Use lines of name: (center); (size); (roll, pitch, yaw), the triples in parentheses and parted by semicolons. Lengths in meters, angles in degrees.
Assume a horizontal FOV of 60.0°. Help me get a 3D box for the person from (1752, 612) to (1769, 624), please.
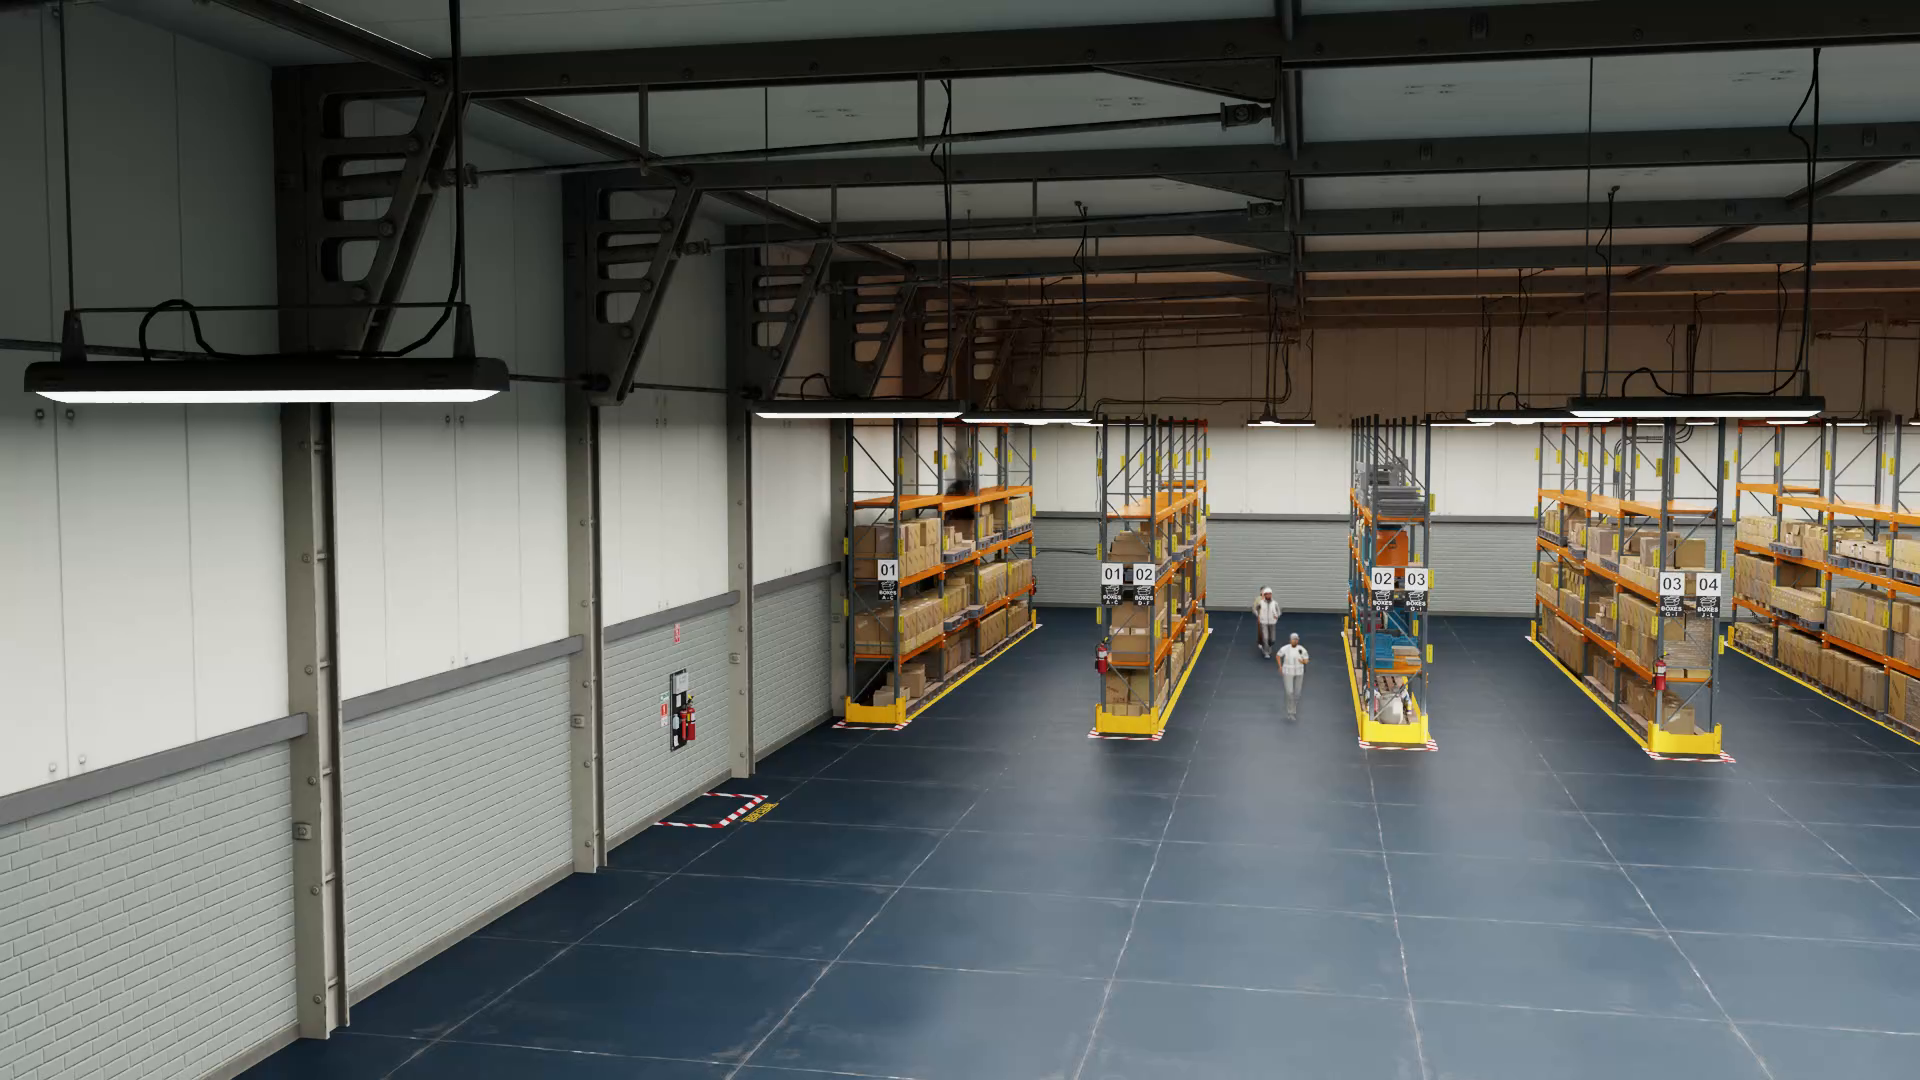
person: (21.808, 1.906, 45.117); (0.638, 1.640, 0.861); (3, 5, 35)

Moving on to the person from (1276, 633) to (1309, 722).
person: (6.601, 2.691, 32.919); (0.591, 1.686, 0.861); (0, 4, -3)

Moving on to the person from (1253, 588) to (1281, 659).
person: (7.706, 2.081, 41.700); (0.667, 1.736, 0.779); (0, 4, 3)

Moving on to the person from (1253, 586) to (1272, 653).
person: (7.802, 2.020, 42.656); (0.576, 1.680, 0.891); (0, 4, -1)
